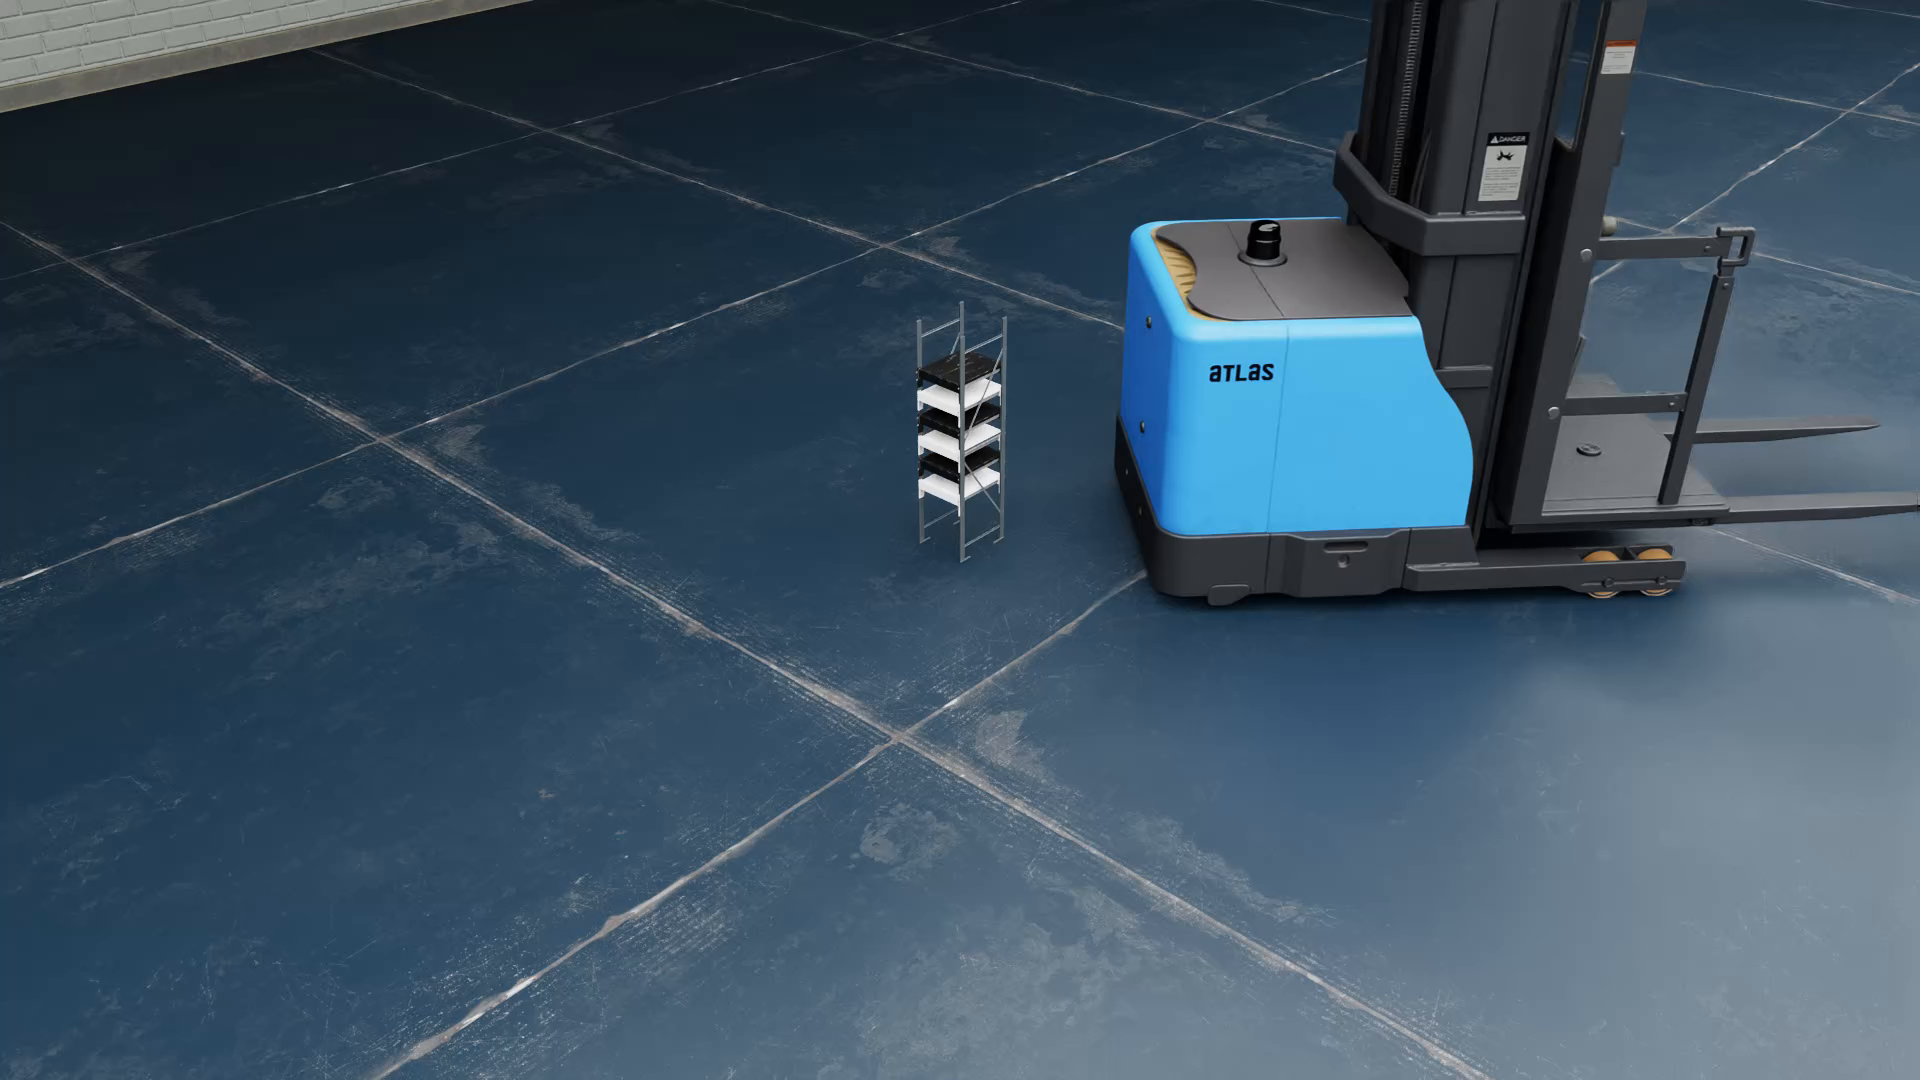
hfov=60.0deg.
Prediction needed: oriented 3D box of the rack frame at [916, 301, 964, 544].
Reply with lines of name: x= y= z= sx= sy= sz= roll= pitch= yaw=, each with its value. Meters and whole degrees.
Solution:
rack frame: x=-0.069 y=-0.418 z=6.072 sx=0.006 sy=0.900 sz=0.240 roll=25 pitch=39 yaw=35

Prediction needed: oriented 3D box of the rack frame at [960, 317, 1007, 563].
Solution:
rack frame: x=0.081 y=-0.348 z=5.955 sx=0.006 sy=0.900 sz=0.240 roll=25 pitch=39 yaw=35

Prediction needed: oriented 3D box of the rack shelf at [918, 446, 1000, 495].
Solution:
rack shelf: x=0.006 y=-0.277 z=6.077 sx=0.200 sy=0.077 sz=0.258 roll=25 pitch=39 yaw=35

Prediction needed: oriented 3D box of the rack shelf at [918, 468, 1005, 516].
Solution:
rack shelf: x=0.006 y=-0.200 z=6.123 sx=0.200 sy=0.077 sz=0.258 roll=25 pitch=39 yaw=35

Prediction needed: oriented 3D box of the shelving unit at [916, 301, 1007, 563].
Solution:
shelving unit: x=0.006 y=-0.383 z=6.013 sx=0.210 sy=0.900 sz=0.258 roll=25 pitch=39 yaw=35

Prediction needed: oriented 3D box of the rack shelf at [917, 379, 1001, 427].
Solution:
rack shelf: x=0.006 y=-0.508 z=5.938 sx=0.200 sy=0.077 sz=0.258 roll=25 pitch=39 yaw=35

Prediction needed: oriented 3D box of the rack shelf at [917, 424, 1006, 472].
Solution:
rack shelf: x=0.006 y=-0.354 z=6.030 sx=0.200 sy=0.077 sz=0.258 roll=25 pitch=39 yaw=35

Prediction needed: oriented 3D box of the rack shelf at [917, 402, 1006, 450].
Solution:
rack shelf: x=0.006 y=-0.431 z=5.984 sx=0.200 sy=0.077 sz=0.258 roll=25 pitch=39 yaw=35

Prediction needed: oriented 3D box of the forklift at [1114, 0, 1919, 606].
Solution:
forklift: x=2.152 y=-1.320 z=5.601 sx=3.031 sy=2.935 sz=1.130 roll=-2 pitch=31 yaw=-4

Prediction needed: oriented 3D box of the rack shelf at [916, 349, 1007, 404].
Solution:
rack shelf: x=0.006 y=-0.585 z=5.891 sx=0.200 sy=0.077 sz=0.258 roll=25 pitch=39 yaw=35
